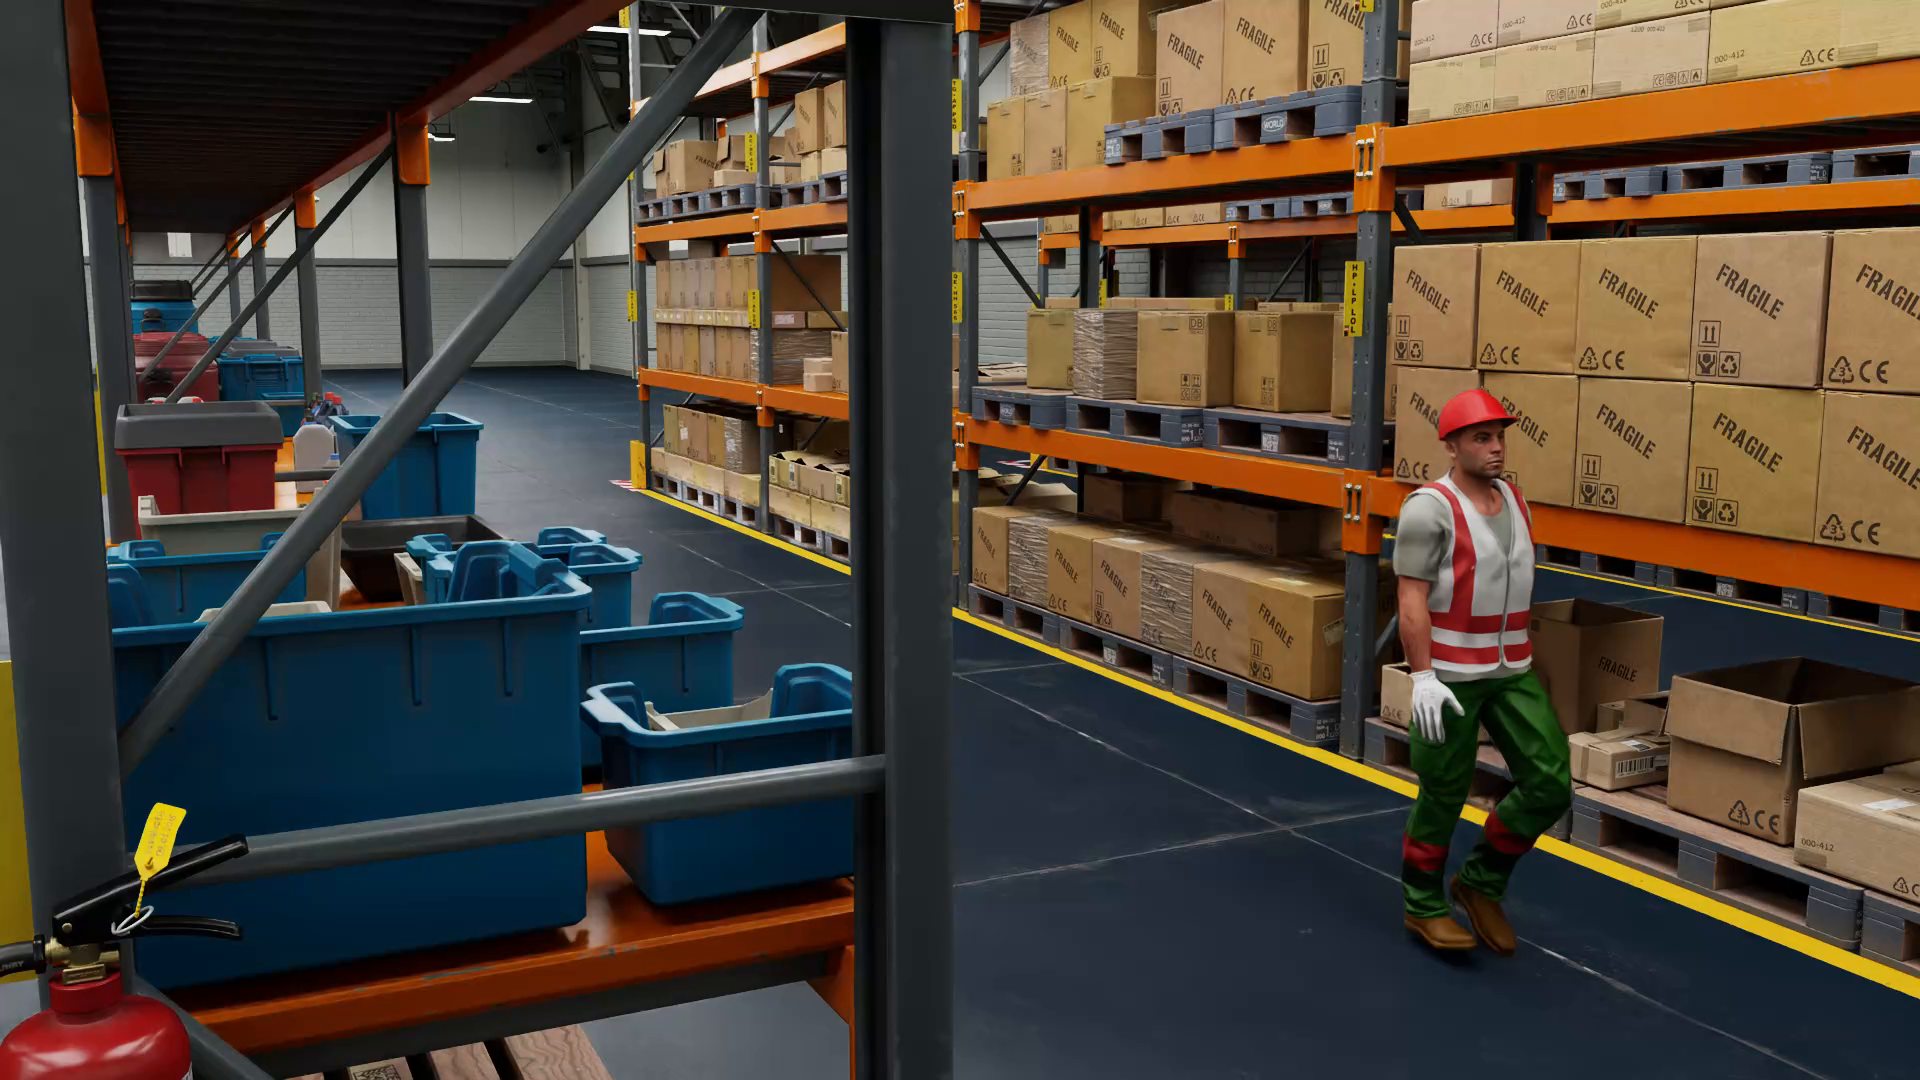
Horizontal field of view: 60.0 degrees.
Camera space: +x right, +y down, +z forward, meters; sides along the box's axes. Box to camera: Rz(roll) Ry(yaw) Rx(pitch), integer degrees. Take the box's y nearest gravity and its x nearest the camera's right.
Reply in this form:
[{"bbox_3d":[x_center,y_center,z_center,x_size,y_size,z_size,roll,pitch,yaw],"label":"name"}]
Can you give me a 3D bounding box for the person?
[{"bbox_3d":[1.630,0.438,5.184,0.630,1.810,0.491,-4,9,-25],"label":"person"}]
